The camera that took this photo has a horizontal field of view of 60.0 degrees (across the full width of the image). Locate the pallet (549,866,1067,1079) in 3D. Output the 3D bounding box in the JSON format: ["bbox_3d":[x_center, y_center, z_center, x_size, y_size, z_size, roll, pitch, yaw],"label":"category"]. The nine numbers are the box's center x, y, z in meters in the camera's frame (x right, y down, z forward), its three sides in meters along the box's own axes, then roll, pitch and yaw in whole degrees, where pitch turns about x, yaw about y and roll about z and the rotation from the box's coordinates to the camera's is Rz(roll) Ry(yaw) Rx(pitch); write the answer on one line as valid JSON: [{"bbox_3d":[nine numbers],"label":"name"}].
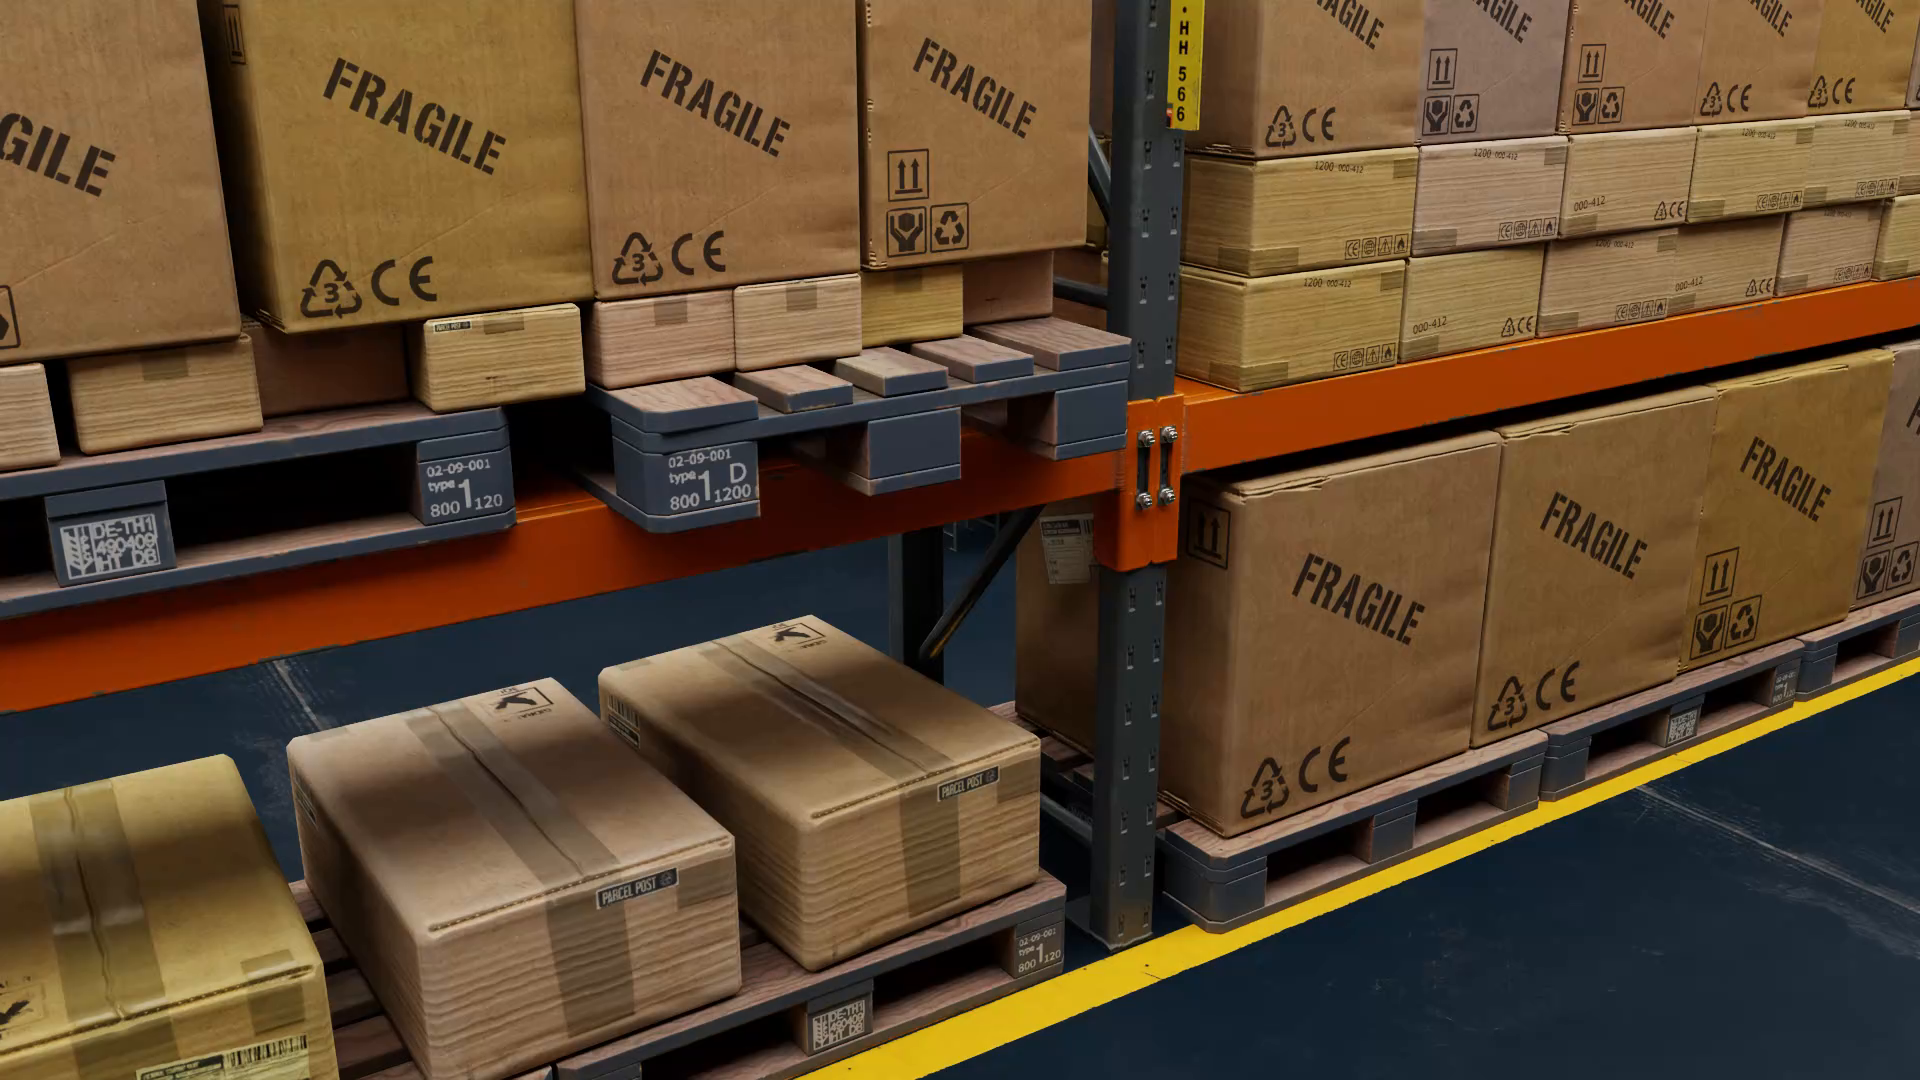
[{"bbox_3d":[-0.523,0.861,3.869,1.213,0.211,1.003,-12,22,-31],"label":"pallet"}]

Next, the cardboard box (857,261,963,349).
[{"bbox_3d":[-0.198,-0.490,3.248,0.250,0.149,0.380,-12,22,-31],"label":"cardboard box"}]

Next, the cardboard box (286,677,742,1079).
[{"bbox_3d":[-0.959,0.677,3.505,0.625,0.372,0.950,-12,22,-32],"label":"cardboard box"}]

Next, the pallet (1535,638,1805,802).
[{"bbox_3d":[1.848,0.391,5.258,1.213,0.211,1.003,-12,22,-31],"label":"pallet"}]

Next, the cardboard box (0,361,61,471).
[{"bbox_3d":[-1.471,-0.208,2.413,0.250,0.149,0.380,-11,22,-29],"label":"cardboard box"}]

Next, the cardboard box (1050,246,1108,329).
[{"bbox_3d":[0.410,-0.685,4.322,0.500,0.250,0.500,-13,23,-33],"label":"cardboard box"}]

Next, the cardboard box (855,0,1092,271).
[{"bbox_3d":[-0.096,-0.830,3.241,0.500,0.500,0.500,-13,22,-33],"label":"cardboard box"}]

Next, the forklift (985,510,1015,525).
[{"bbox_3d":[1.300,-1.713,7.236,3.031,2.935,1.130,-13,23,-34],"label":"forklift"}]

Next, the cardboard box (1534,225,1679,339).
[{"bbox_3d":[1.538,-0.731,4.459,0.500,0.250,0.500,-11,22,-30],"label":"cardboard box"}]

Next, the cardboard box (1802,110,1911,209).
[{"bbox_3d":[2.394,-1.142,4.894,0.500,0.250,0.500,-11,22,-30],"label":"cardboard box"}]

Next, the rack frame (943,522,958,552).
[{"bbox_3d":[-0.078,-0.410,6.552,0.006,0.900,0.240,-12,22,-31],"label":"rack frame"}]

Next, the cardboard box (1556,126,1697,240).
[{"bbox_3d":[1.545,-0.962,4.359,0.500,0.250,0.500,-12,22,-32],"label":"cardboard box"}]

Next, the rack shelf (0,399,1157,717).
[{"bbox_3d":[-1.540,0.096,2.902,4.000,0.370,1.077,-12,22,-31],"label":"rack shelf"}]

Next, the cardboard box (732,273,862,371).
[{"bbox_3d":[-0.384,-0.434,3.081,0.250,0.149,0.380,-12,22,-32],"label":"cardboard box"}]

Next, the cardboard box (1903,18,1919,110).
[{"bbox_3d":[2.808,-1.584,5.030,0.500,0.500,0.500,-11,22,-30],"label":"cardboard box"}]

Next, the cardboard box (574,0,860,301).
[{"bbox_3d":[-0.522,-0.736,2.963,0.500,0.500,0.500,-12,22,-32],"label":"cardboard box"}]

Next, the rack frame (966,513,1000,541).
[{"bbox_3d":[0.092,-0.446,6.658,0.006,0.900,0.240,-12,22,-31],"label":"rack frame"}]

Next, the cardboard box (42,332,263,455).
[{"bbox_3d":[-1.264,-0.263,2.575,0.250,0.149,0.380,-13,22,-33],"label":"cardboard box"}]

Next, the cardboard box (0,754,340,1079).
[{"bbox_3d":[-1.595,0.809,3.114,0.625,0.372,0.950,-11,22,-30],"label":"cardboard box"}]

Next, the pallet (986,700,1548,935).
[{"bbox_3d":[0.830,0.605,4.626,1.213,0.211,1.003,-12,22,-31],"label":"pallet"}]

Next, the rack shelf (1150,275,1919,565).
[{"bbox_3d":[1.801,-0.609,4.986,4.000,0.370,1.077,-12,22,-31],"label":"rack shelf"}]

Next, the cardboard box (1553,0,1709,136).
[{"bbox_3d":[1.526,-1.317,4.239,0.500,0.500,0.500,-11,22,-30],"label":"cardboard box"}]

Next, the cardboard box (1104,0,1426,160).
[{"bbox_3d":[0.677,-1.140,3.716,0.500,0.500,0.500,-13,22,-33],"label":"cardboard box"}]

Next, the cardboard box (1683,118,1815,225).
[{"bbox_3d":[1.976,-1.048,4.613,0.500,0.250,0.500,-11,22,-30],"label":"cardboard box"}]

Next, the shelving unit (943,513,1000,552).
[{"bbox_3d":[0.007,-0.428,6.605,0.210,0.900,0.258,-12,22,-31],"label":"shelving unit"}]

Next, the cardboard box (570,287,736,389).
[{"bbox_3d":[-0.598,-0.392,2.956,0.250,0.149,0.380,-13,23,-34],"label":"cardboard box"}]

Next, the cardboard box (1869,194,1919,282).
[{"bbox_3d":[2.809,-0.995,5.239,0.500,0.250,0.500,-12,22,-32],"label":"cardboard box"}]

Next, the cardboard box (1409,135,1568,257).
[{"bbox_3d":[1.122,-0.877,4.110,0.500,0.250,0.500,-11,22,-30],"label":"cardboard box"}]

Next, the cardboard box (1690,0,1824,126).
[{"bbox_3d":[1.950,-1.405,4.500,0.500,0.500,0.500,-12,22,-31],"label":"cardboard box"}]

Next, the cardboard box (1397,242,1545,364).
[{"bbox_3d":[1.097,-0.641,4.190,0.500,0.250,0.500,-13,22,-33],"label":"cardboard box"}]

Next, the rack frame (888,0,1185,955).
[{"bbox_3d":[0.130,-0.598,3.829,0.127,3.000,1.000,-12,22,-31],"label":"rack frame"}]

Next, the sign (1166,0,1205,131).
[{"bbox_3d":[0.437,-0.965,3.231,0.005,0.325,0.100,-12,22,-31],"label":"sign"}]

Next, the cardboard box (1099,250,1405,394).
[{"bbox_3d":[0.678,-0.545,3.909,0.500,0.250,0.500,-12,22,-32],"label":"cardboard box"}]

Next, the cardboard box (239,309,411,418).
[{"bbox_3d":[-1.100,-0.329,2.770,0.250,0.149,0.380,-12,22,-31],"label":"cardboard box"}]

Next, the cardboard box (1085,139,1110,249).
[{"bbox_3d":[0.395,-0.917,4.226,0.500,0.250,0.500,-12,22,-32],"label":"cardboard box"}]

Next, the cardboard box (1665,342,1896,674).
[{"bbox_3d":[2.247,-0.203,5.323,0.875,0.875,0.875,-11,22,-30],"label":"cardboard box"}]

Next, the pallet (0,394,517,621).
[{"bbox_3d":[-1.500,-0.147,2.796,1.213,0.211,1.003,-12,22,-31],"label":"pallet"}]

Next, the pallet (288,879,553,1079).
[{"bbox_3d":[-1.541,1.074,3.237,1.213,0.211,1.003,-12,22,-31],"label":"pallet"}]

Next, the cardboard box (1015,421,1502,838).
[{"bbox_3d":[0.753,0.111,4.396,0.875,0.875,0.875,-12,22,-32],"label":"cardboard box"}]

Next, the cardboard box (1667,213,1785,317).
[{"bbox_3d":[1.948,-0.819,4.719,0.500,0.250,0.500,-12,22,-31],"label":"cardboard box"}]

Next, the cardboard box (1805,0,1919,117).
[{"bbox_3d":[2.374,-1.500,4.781,0.500,0.500,0.500,-11,22,-30],"label":"cardboard box"}]

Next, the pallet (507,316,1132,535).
[{"bbox_3d":[-0.406,-0.353,3.404,1.003,0.211,1.213,-12,22,-31],"label":"pallet"}]

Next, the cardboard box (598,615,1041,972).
[{"bbox_3d":[-0.347,0.545,3.896,0.625,0.372,0.950,-14,23,-35],"label":"cardboard box"}]

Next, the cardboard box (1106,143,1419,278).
[{"bbox_3d":[0.689,-0.786,3.841,0.500,0.250,0.500,-12,22,-32],"label":"cardboard box"}]

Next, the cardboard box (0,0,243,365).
[{"bbox_3d":[-1.399,-0.551,2.415,0.500,0.500,0.500,-13,23,-34],"label":"cardboard box"}]

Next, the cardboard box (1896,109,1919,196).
[{"bbox_3d":[2.823,-1.235,5.168,0.500,0.250,0.500,-11,22,-30],"label":"cardboard box"}]

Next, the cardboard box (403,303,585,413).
[{"bbox_3d":[-0.821,-0.339,2.802,0.250,0.149,0.380,-11,22,-30],"label":"cardboard box"}]

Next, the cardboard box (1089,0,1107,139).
[{"bbox_3d":[0.418,-1.280,4.129,0.500,0.500,0.500,-13,22,-33],"label":"cardboard box"}]

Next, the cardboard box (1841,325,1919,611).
[{"bbox_3d":[2.997,-0.364,5.799,0.875,0.875,0.875,-11,22,-30],"label":"cardboard box"}]

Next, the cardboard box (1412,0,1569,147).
[{"bbox_3d":[1.086,-1.230,3.982,0.500,0.500,0.500,-12,22,-31],"label":"cardboard box"}]

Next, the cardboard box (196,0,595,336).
[{"bbox_3d":[-0.943,-0.647,2.699,0.500,0.500,0.500,-14,23,-35],"label":"cardboard box"}]

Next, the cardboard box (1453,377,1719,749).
[{"bbox_3d":[1.500,-0.045,4.857,0.875,0.875,0.875,-12,22,-31],"label":"cardboard box"}]

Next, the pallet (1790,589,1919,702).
[{"bbox_3d":[2.868,0.175,5.898,1.213,0.211,1.003,-12,22,-31],"label":"pallet"}]

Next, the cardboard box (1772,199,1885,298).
[{"bbox_3d":[2.377,-0.911,4.991,0.500,0.250,0.500,-13,22,-33],"label":"cardboard box"}]

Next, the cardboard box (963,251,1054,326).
[{"bbox_3d":[-0.014,-0.557,3.445,0.250,0.149,0.380,-11,22,-29],"label":"cardboard box"}]
